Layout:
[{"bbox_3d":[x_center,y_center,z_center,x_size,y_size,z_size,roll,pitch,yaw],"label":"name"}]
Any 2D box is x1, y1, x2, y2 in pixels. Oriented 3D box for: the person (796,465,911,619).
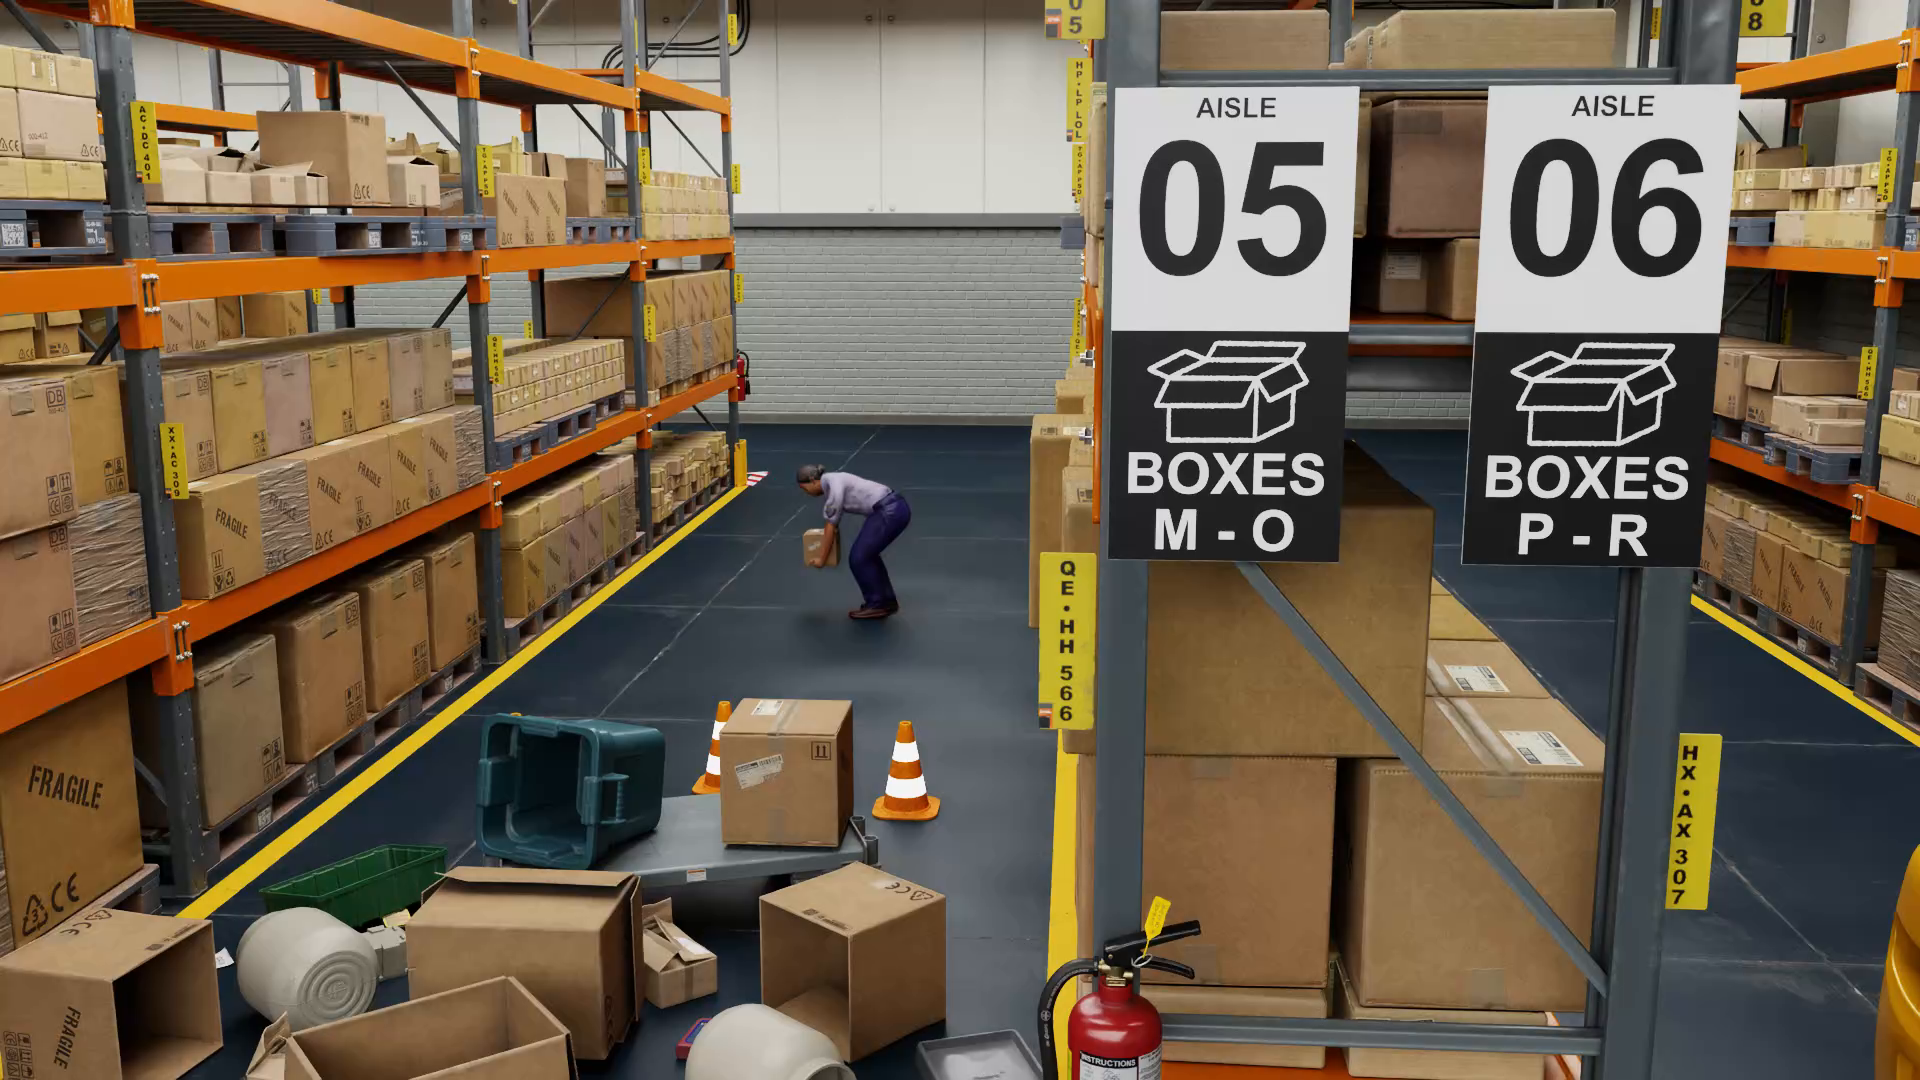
[{"bbox_3d":[-0.811,-0.002,12.760,0.867,1.170,0.476,0,11,2],"label":"person"}]
